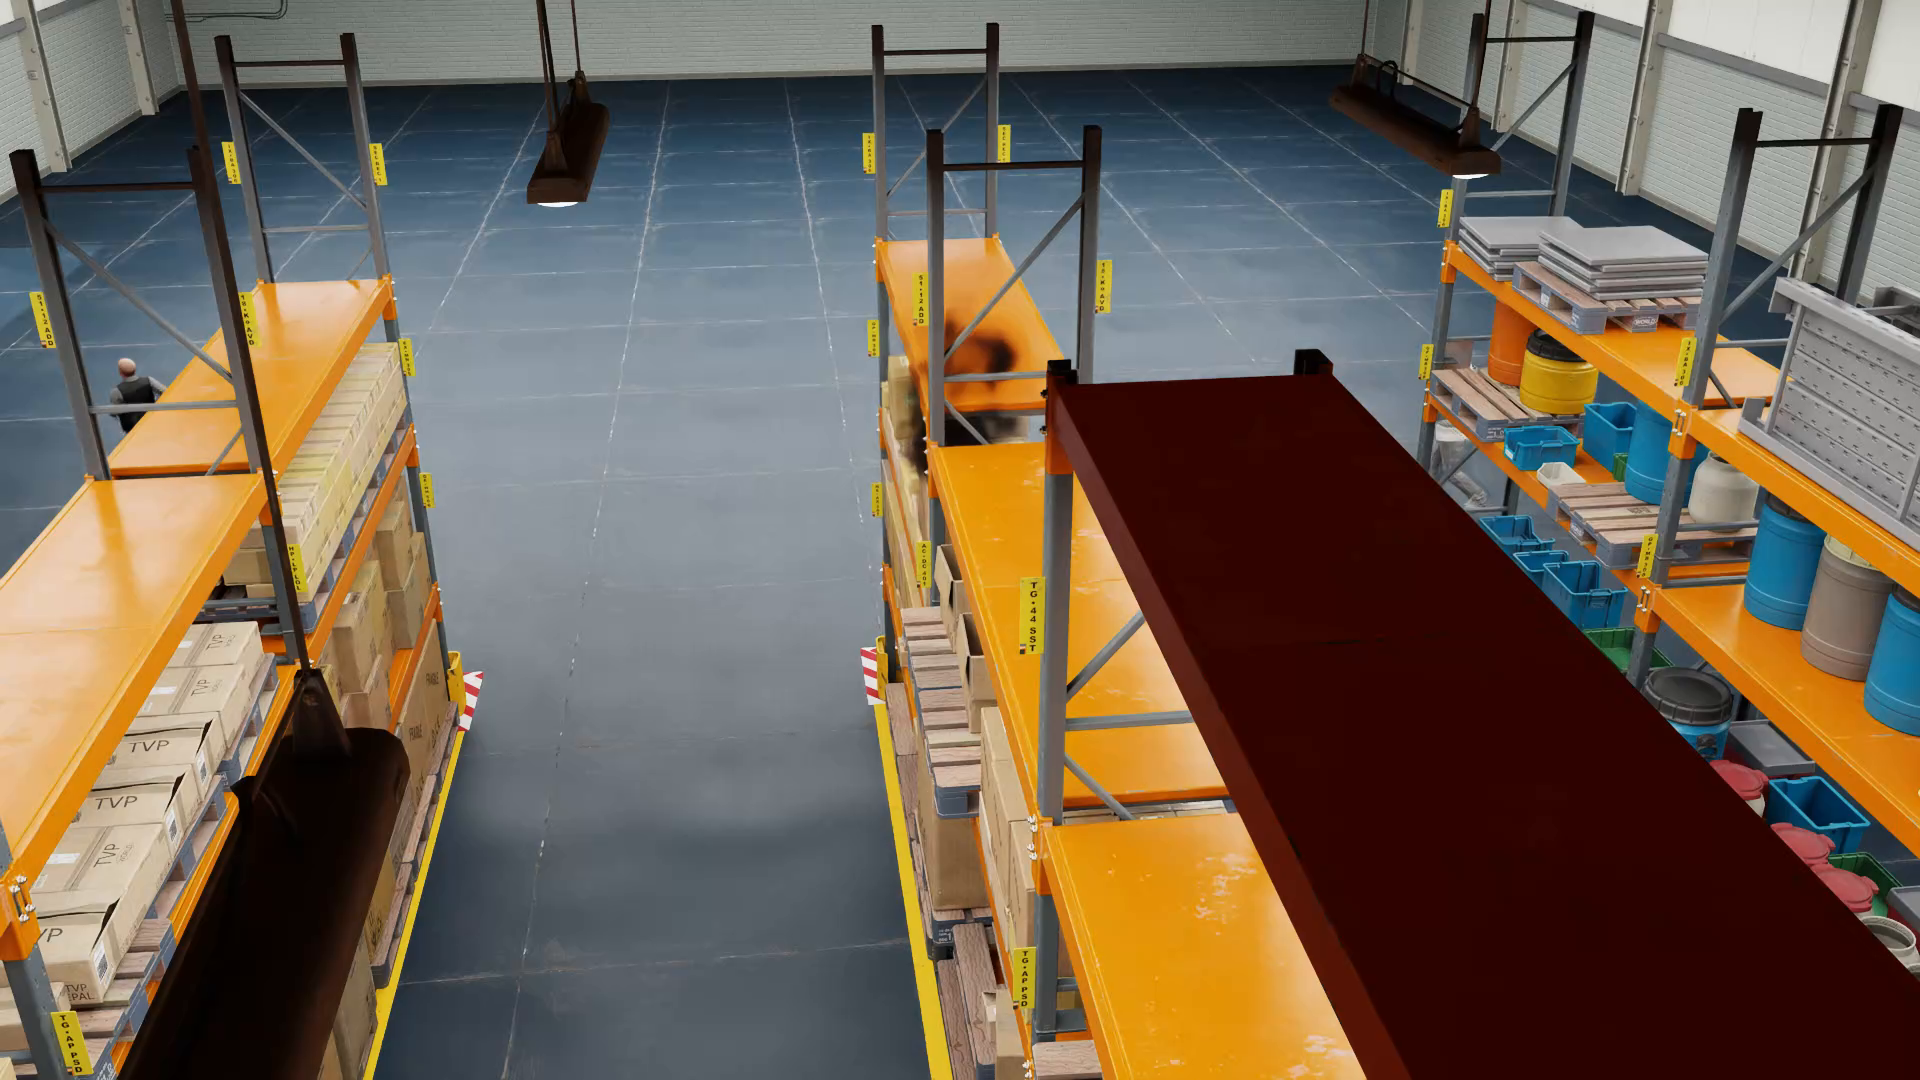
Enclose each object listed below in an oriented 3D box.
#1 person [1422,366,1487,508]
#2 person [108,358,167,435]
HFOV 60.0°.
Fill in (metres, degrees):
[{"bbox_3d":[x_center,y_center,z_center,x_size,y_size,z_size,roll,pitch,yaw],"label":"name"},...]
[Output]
[{"bbox_3d":[5.553,-1.163,18.835,0.947,1.763,0.655,8,27,17],"label":"person"},{"bbox_3d":[-9.426,-1.262,19.165,0.699,1.763,0.638,14,29,26],"label":"person"}]
